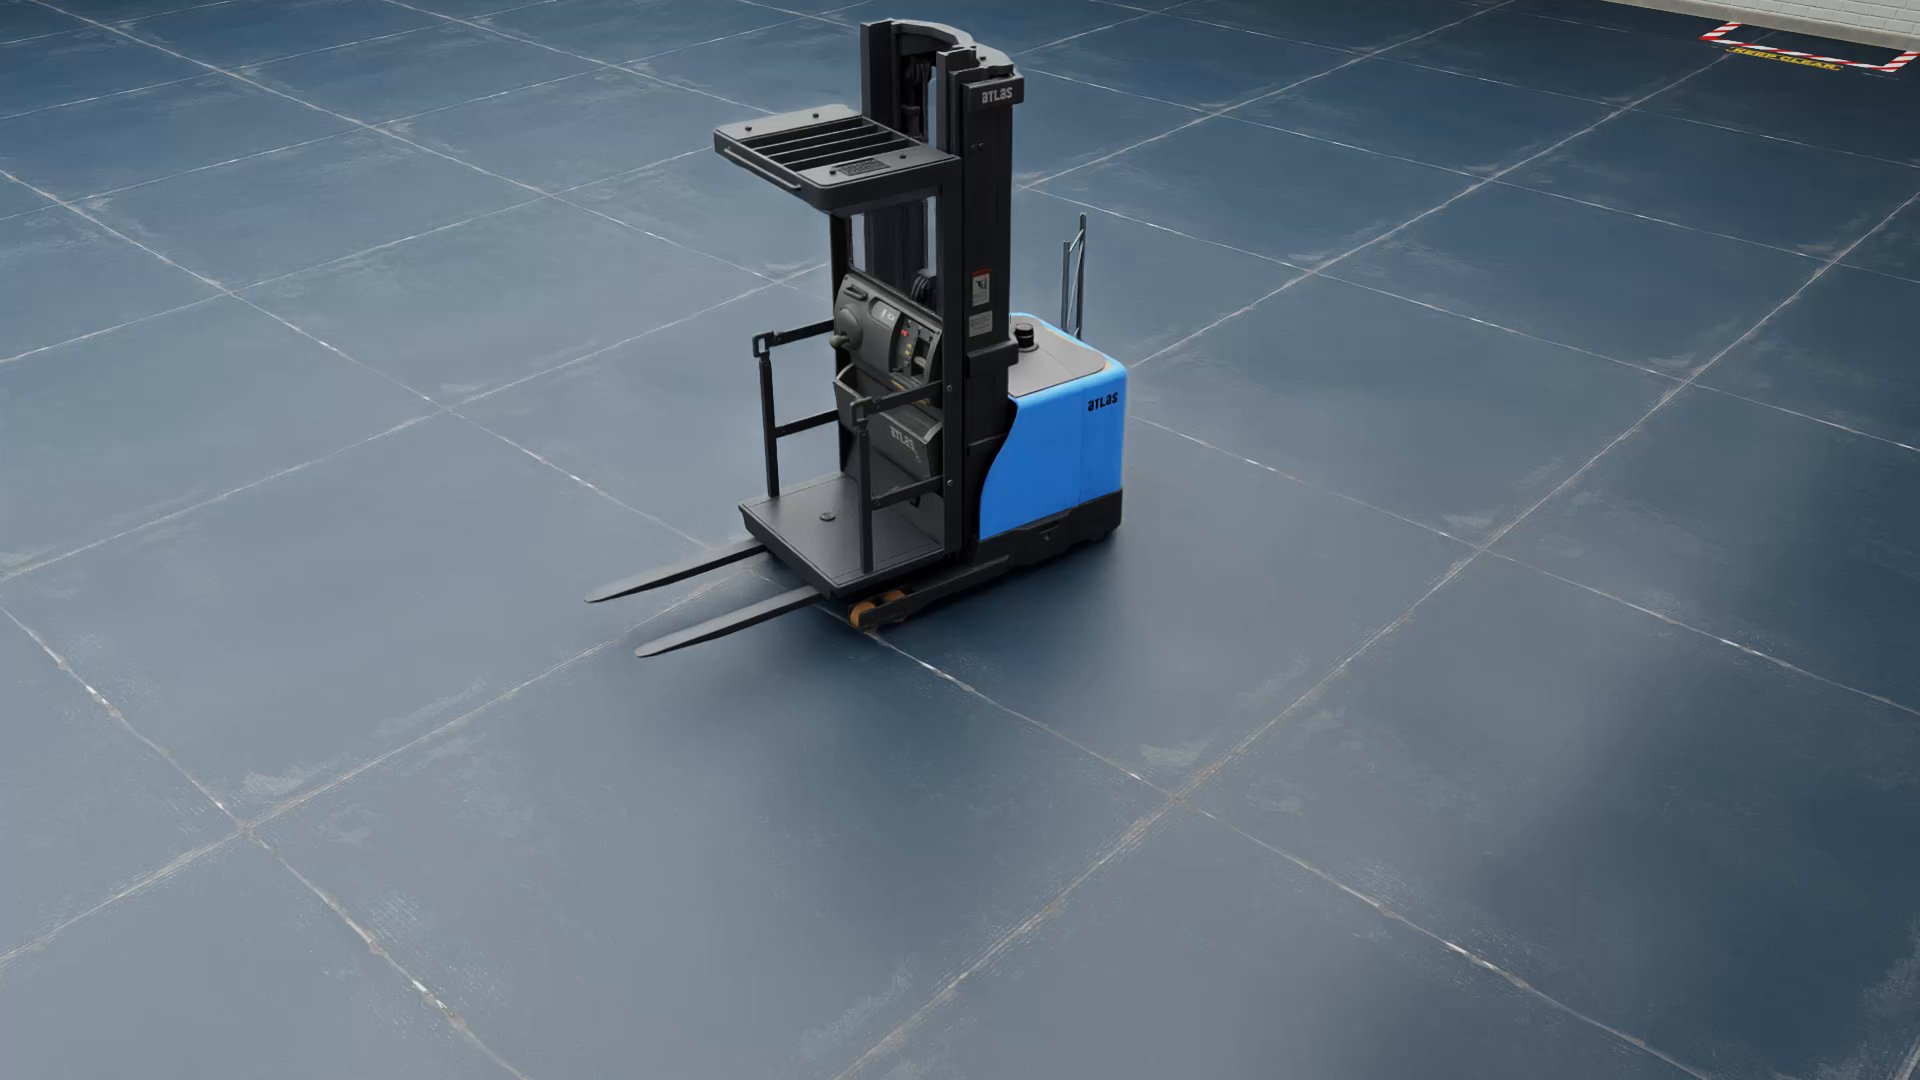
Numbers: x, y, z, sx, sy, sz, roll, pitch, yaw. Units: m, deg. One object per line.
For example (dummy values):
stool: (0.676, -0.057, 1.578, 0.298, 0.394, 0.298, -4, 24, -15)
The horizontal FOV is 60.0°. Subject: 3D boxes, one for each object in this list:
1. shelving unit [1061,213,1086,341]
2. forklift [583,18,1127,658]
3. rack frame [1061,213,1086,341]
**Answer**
shelving unit: (0.195, -1.284, 10.373, 1.048, 1.500, 0.538, 8, 32, 13)
forklift: (-0.554, -1.068, 8.627, 3.031, 2.935, 1.130, -20, 36, -29)
rack frame: (0.684, -1.213, 10.255, 0.032, 1.500, 0.500, 8, 32, 13)
